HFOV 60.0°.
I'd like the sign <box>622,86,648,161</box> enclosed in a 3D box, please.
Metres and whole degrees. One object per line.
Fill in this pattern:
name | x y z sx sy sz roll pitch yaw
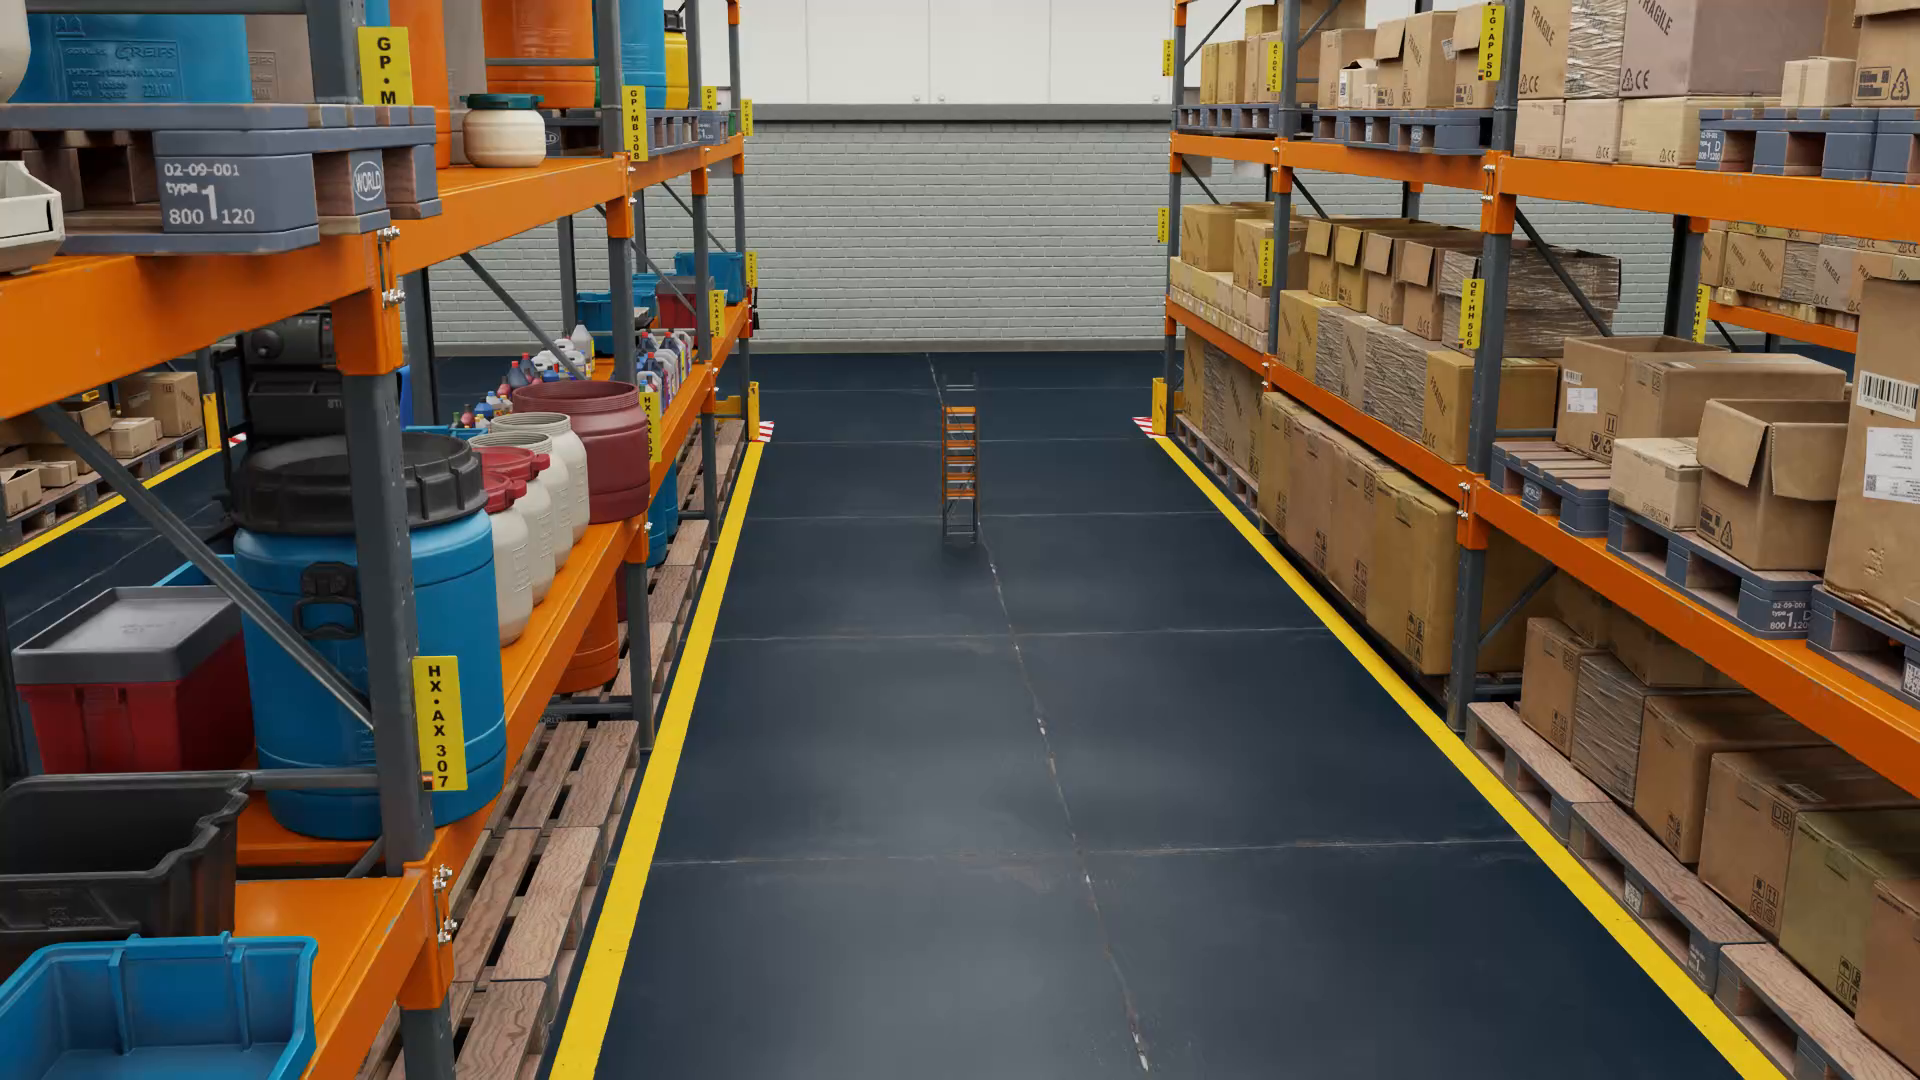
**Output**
sign | -1.441 -1.845 7.369 0.100 0.325 0.005 -1 14 -3

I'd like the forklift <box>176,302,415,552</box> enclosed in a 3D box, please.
forklift | -4.789 -1.510 12.014 1.130 2.935 3.031 0 14 0

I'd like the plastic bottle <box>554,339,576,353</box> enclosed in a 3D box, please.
plastic bottle | -2.566 -1.156 10.747 0.152 0.276 0.135 -1 14 -3

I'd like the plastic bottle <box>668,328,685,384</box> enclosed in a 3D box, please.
plastic bottle | -1.854 -1.180 10.693 0.144 0.351 0.185 -1 14 -3

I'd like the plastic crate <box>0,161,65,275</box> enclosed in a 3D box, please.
plastic crate | -1.238 -0.370 1.955 0.243 0.136 0.396 -1 14 -3

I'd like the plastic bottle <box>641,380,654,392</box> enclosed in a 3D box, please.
plastic bottle | -1.731 -0.742 9.150 0.097 0.271 0.097 0 14 0

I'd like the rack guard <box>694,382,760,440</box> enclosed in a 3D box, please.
rack guard | -2.499 -1.218 15.756 1.175 0.500 0.348 -1 14 -3

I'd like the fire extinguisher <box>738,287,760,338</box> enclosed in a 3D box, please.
fire extinguisher | -2.041 -2.249 15.651 0.296 0.674 0.183 -1 14 -3

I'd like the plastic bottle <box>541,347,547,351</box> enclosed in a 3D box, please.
plastic bottle | -2.585 -1.053 10.332 0.061 0.283 0.133 -1 14 -3

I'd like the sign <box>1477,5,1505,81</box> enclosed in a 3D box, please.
sign | 2.400 -2.244 7.513 0.100 0.325 0.005 -1 14 -3

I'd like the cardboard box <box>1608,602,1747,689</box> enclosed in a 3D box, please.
cardboard box | 3.069 0.423 6.992 0.500 0.250 0.500 1 14 3

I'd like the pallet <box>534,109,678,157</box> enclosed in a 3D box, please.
pallet | -1.939 -1.986 8.085 1.003 0.211 1.213 -1 14 -3

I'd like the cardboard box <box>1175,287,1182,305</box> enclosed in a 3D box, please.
cardboard box | 2.168 -2.220 15.140 0.380 0.149 0.250 -1 14 -4

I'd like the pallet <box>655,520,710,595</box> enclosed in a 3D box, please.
pallet | -2.231 0.115 11.155 1.003 0.211 1.213 -1 14 -3

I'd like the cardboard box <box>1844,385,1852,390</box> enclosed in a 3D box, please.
cardboard box | 7.827 -1.276 14.652 0.380 0.149 0.250 0 14 -1

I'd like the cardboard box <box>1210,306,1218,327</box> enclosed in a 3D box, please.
cardboard box | 2.266 -1.836 13.648 0.380 0.149 0.250 -1 14 -3

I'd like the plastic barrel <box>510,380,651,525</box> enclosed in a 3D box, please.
plastic barrel | -1.658 -0.388 7.242 0.600 0.536 0.708 -1 14 -3

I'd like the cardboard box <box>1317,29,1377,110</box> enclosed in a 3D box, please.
cardboard box | 2.752 -3.065 10.855 0.700 0.500 0.500 -1 14 -2

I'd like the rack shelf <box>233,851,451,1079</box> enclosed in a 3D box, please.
rack shelf | -1.618 1.408 1.980 1.077 0.370 4.000 -1 14 -3

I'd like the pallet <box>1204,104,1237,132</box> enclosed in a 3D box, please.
pallet | 2.594 -3.420 13.458 1.003 0.211 1.213 -1 14 -3

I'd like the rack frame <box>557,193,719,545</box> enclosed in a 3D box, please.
rack frame | -2.237 -1.428 11.556 1.000 3.000 0.127 -1 14 -3

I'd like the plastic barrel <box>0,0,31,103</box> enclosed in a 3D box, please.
plastic barrel | -1.911 -1.038 2.955 0.421 0.512 0.421 0 14 0

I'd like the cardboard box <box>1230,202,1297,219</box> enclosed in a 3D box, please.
cardboard box | 2.751 -2.817 15.153 0.500 0.500 0.500 -1 14 -3

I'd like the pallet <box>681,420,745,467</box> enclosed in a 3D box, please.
pallet | -2.473 -0.866 14.970 1.003 0.211 1.213 -1 14 -3

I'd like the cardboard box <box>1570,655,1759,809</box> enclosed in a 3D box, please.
cardboard box | 3.063 0.792 7.062 0.700 0.500 0.500 -2 15 -8

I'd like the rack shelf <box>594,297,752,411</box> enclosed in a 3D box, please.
rack shelf | -2.361 -1.577 13.579 1.077 0.370 4.000 -1 14 -3

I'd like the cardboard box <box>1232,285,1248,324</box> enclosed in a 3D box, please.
cardboard box | 2.383 -1.810 12.746 0.500 0.250 0.500 0 14 -2

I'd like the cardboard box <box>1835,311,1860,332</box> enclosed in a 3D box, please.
cardboard box | 7.292 -1.763 13.362 0.380 0.149 0.250 -2 15 -6

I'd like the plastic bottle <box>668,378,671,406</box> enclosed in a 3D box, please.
plastic bottle | -1.779 -0.903 9.914 0.097 0.201 0.097 0 14 0

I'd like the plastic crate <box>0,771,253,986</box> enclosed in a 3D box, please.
plastic crate | -1.836 0.724 3.317 0.767 0.338 0.504 -1 14 -3

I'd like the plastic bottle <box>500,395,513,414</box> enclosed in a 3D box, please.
plastic bottle | -2.486 -0.687 9.074 0.097 0.201 0.097 0 14 0

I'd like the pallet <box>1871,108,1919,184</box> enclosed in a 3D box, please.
pallet | 3.270 -1.032 4.373 1.213 0.211 1.003 -1 14 -3

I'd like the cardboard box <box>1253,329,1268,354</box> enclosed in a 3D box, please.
cardboard box | 2.361 -1.453 12.159 0.380 0.149 0.250 -1 14 -3

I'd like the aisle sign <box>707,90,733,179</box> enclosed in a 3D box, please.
aisle sign | -2.197 -3.704 15.186 0.394 0.787 0.004 -1 14 -3

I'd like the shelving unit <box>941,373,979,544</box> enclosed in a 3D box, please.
shelving unit | 0.001 -0.577 11.863 0.258 1.200 0.189 -1 14 -3

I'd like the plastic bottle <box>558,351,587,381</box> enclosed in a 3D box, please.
plastic bottle | -2.379 -1.019 10.215 0.152 0.276 0.135 -1 14 -3

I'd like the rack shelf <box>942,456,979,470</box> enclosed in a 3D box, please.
rack shelf | 0.001 -0.534 11.874 0.258 0.103 0.180 -1 14 -3

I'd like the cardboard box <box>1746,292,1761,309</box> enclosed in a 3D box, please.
cardboard box | 7.281 -2.150 14.869 0.380 0.149 0.250 0 14 -1

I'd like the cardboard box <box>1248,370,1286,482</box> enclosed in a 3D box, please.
cardboard box | 2.745 -0.844 12.708 0.875 0.875 0.875 -1 14 -3

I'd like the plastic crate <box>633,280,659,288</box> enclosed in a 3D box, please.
plastic crate | -2.757 -2.140 14.541 0.416 0.233 0.300 -1 14 -3

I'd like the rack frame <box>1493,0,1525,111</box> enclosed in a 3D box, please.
rack frame | 2.954 -3.415 7.239 1.000 3.000 0.127 -1 14 -3

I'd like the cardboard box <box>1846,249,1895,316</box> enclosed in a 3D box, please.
cardboard box | 7.320 -1.993 12.956 0.500 0.500 0.500 -1 14 -5

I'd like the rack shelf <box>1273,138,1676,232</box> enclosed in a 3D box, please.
rack shelf | 2.830 -2.111 9.636 1.077 0.370 4.000 -1 14 -3

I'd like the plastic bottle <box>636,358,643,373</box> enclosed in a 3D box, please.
plastic bottle | -1.937 -0.958 9.990 0.097 0.271 0.097 0 14 0

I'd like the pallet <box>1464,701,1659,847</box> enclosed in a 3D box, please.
pallet | 3.001 1.035 7.579 1.003 0.211 1.213 -1 14 -3

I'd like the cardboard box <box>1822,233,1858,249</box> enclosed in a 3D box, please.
cardboard box | 7.309 -2.601 13.312 0.500 0.500 0.500 -1 14 -2

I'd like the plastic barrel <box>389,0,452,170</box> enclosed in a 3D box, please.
plastic barrel | -2.114 -1.723 5.823 0.600 0.830 0.708 -1 14 -3

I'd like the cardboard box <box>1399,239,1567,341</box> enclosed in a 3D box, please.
cardboard box | 2.887 -1.388 9.187 0.797 0.503 0.637 -1 14 -2

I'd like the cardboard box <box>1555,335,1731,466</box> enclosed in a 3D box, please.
cardboard box | 3.028 -0.628 7.402 0.500 0.500 0.500 -3 15 -10

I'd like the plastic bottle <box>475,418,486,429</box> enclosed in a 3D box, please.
plastic bottle | -2.443 -0.517 8.415 0.097 0.201 0.097 0 14 0

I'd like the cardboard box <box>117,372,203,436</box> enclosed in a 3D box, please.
cardboard box | -7.149 -1.218 14.875 0.500 0.500 0.500 -1 14 -3

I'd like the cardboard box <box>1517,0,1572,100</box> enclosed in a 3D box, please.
cardboard box | 2.727 -2.132 7.068 0.500 0.500 0.500 -1 14 -3

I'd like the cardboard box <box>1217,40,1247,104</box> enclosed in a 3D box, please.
cardboard box | 2.539 -3.854 13.721 0.700 0.500 0.500 -2 15 -7

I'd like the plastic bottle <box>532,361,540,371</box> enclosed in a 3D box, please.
plastic bottle | -2.537 -0.927 9.869 0.097 0.271 0.097 0 14 0

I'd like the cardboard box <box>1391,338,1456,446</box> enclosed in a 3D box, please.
cardboard box | 2.651 -0.801 8.919 0.500 0.500 0.500 -1 14 -4
